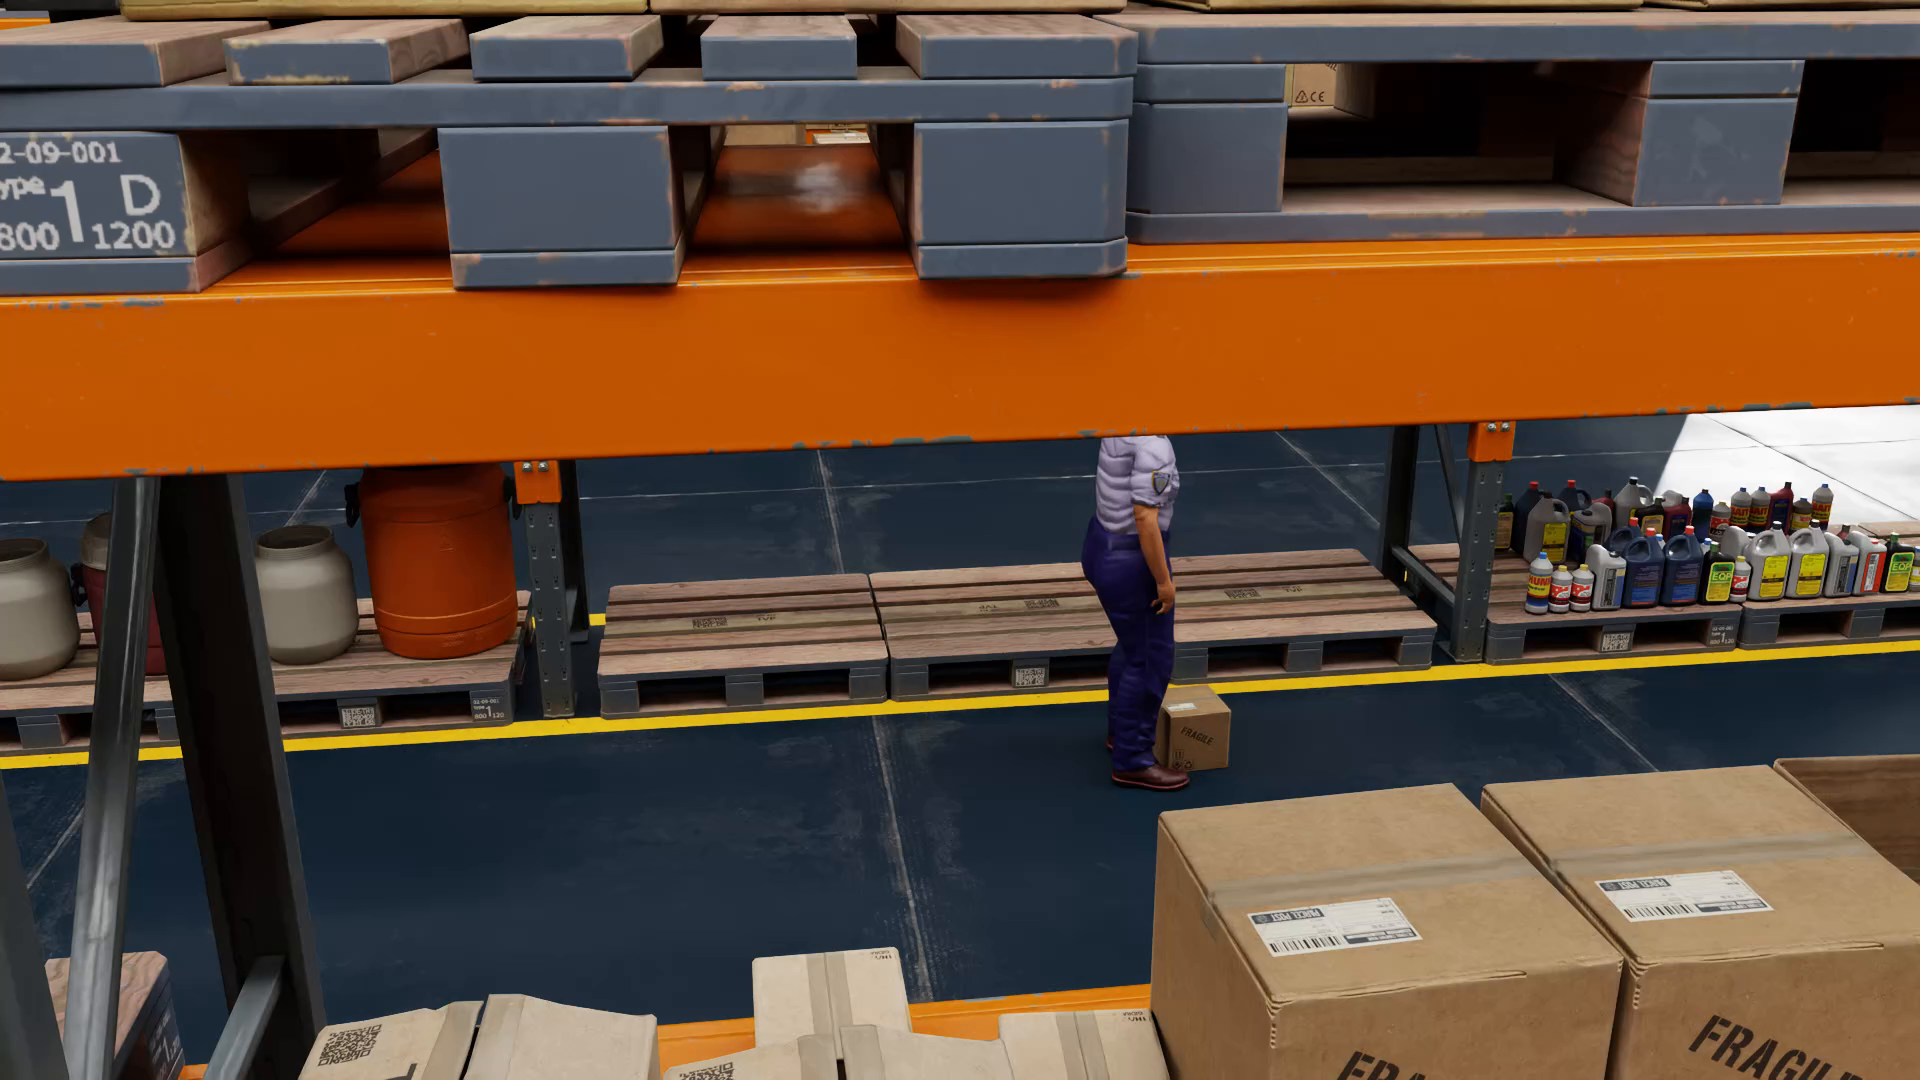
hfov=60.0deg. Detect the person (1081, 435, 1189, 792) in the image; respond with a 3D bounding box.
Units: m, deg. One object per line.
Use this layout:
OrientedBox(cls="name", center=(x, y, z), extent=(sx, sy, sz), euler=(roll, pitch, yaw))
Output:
OrientedBox(cls="person", center=(0.695, 0.098, 6.318), extent=(0.420, 1.652, 0.564), euler=(-4, 21, -11))
